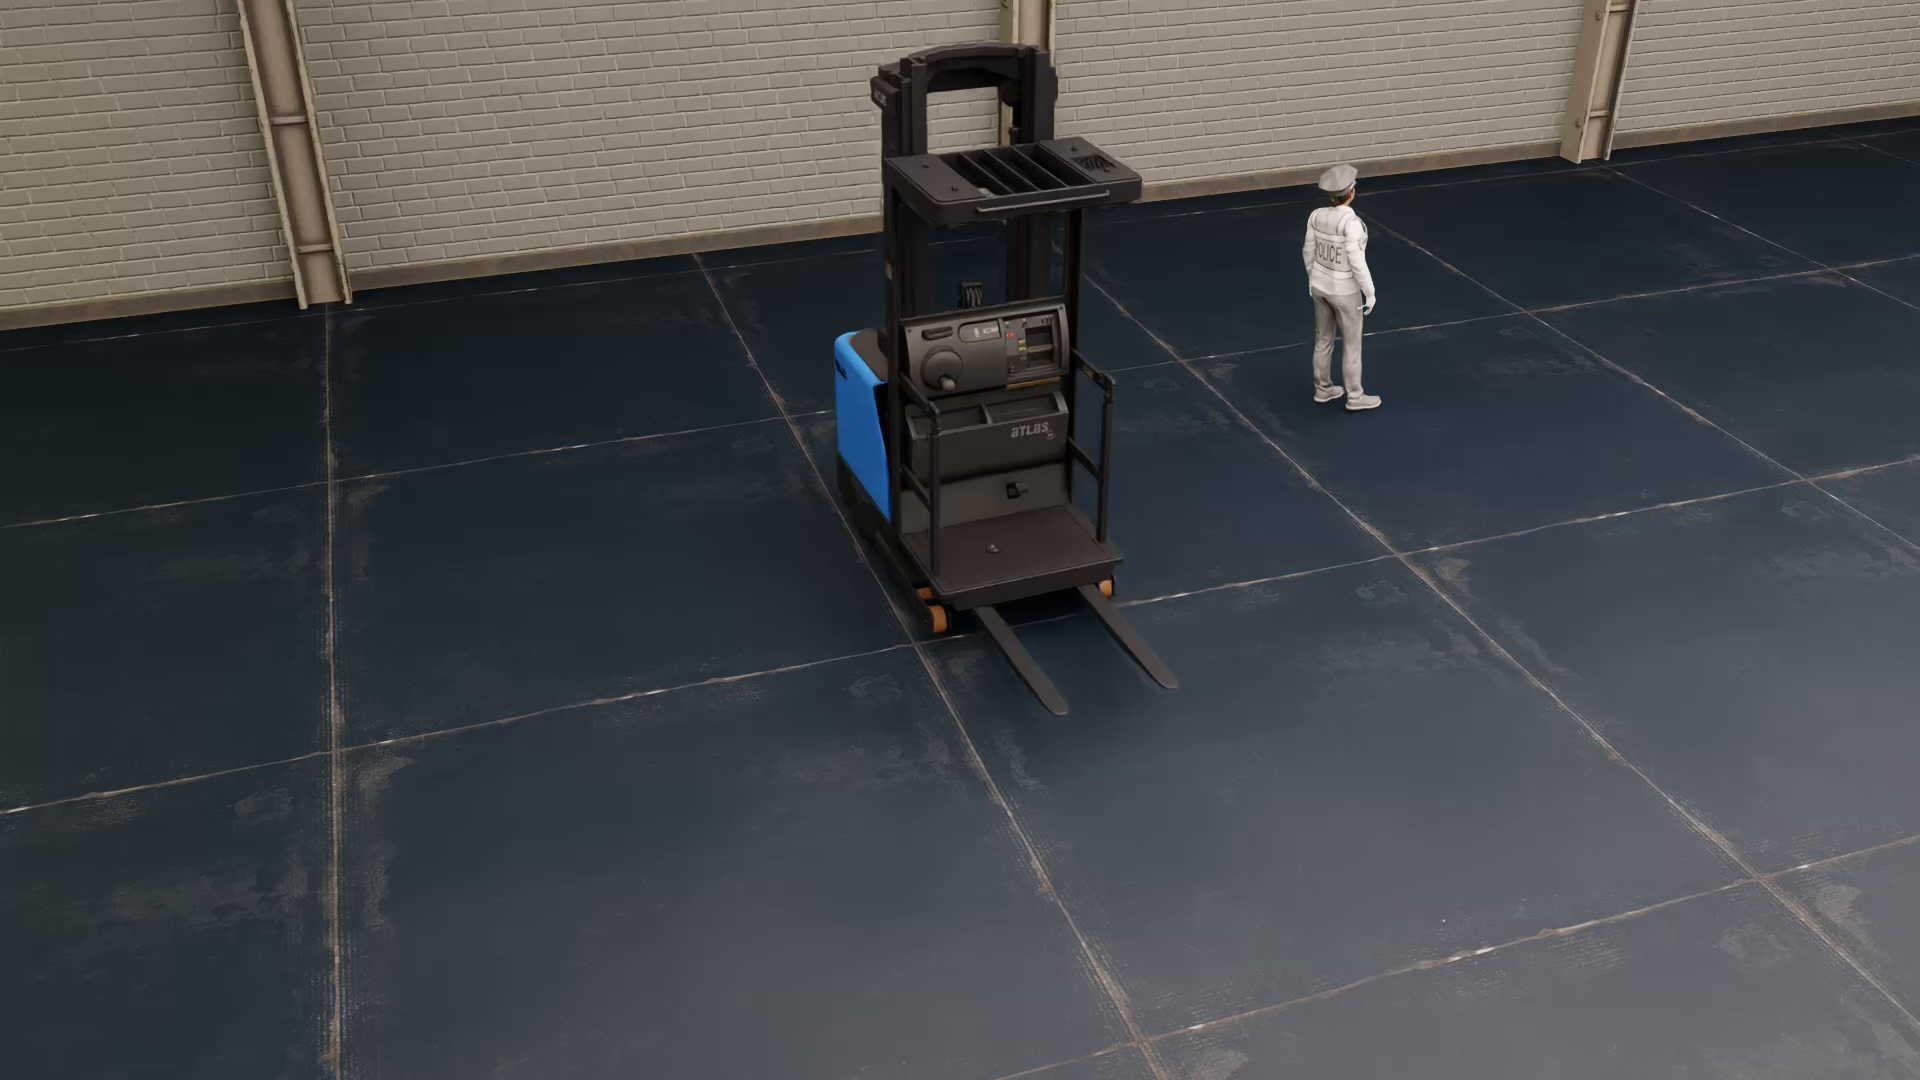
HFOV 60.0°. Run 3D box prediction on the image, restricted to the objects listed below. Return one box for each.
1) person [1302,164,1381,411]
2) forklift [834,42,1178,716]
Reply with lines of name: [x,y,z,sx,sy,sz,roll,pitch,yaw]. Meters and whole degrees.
person: [2.606,-1.718,11.308,0.514,1.701,0.575,-20,35,-30]
forklift: [0.230,-0.988,8.803,1.130,2.935,3.031,-11,32,-18]
